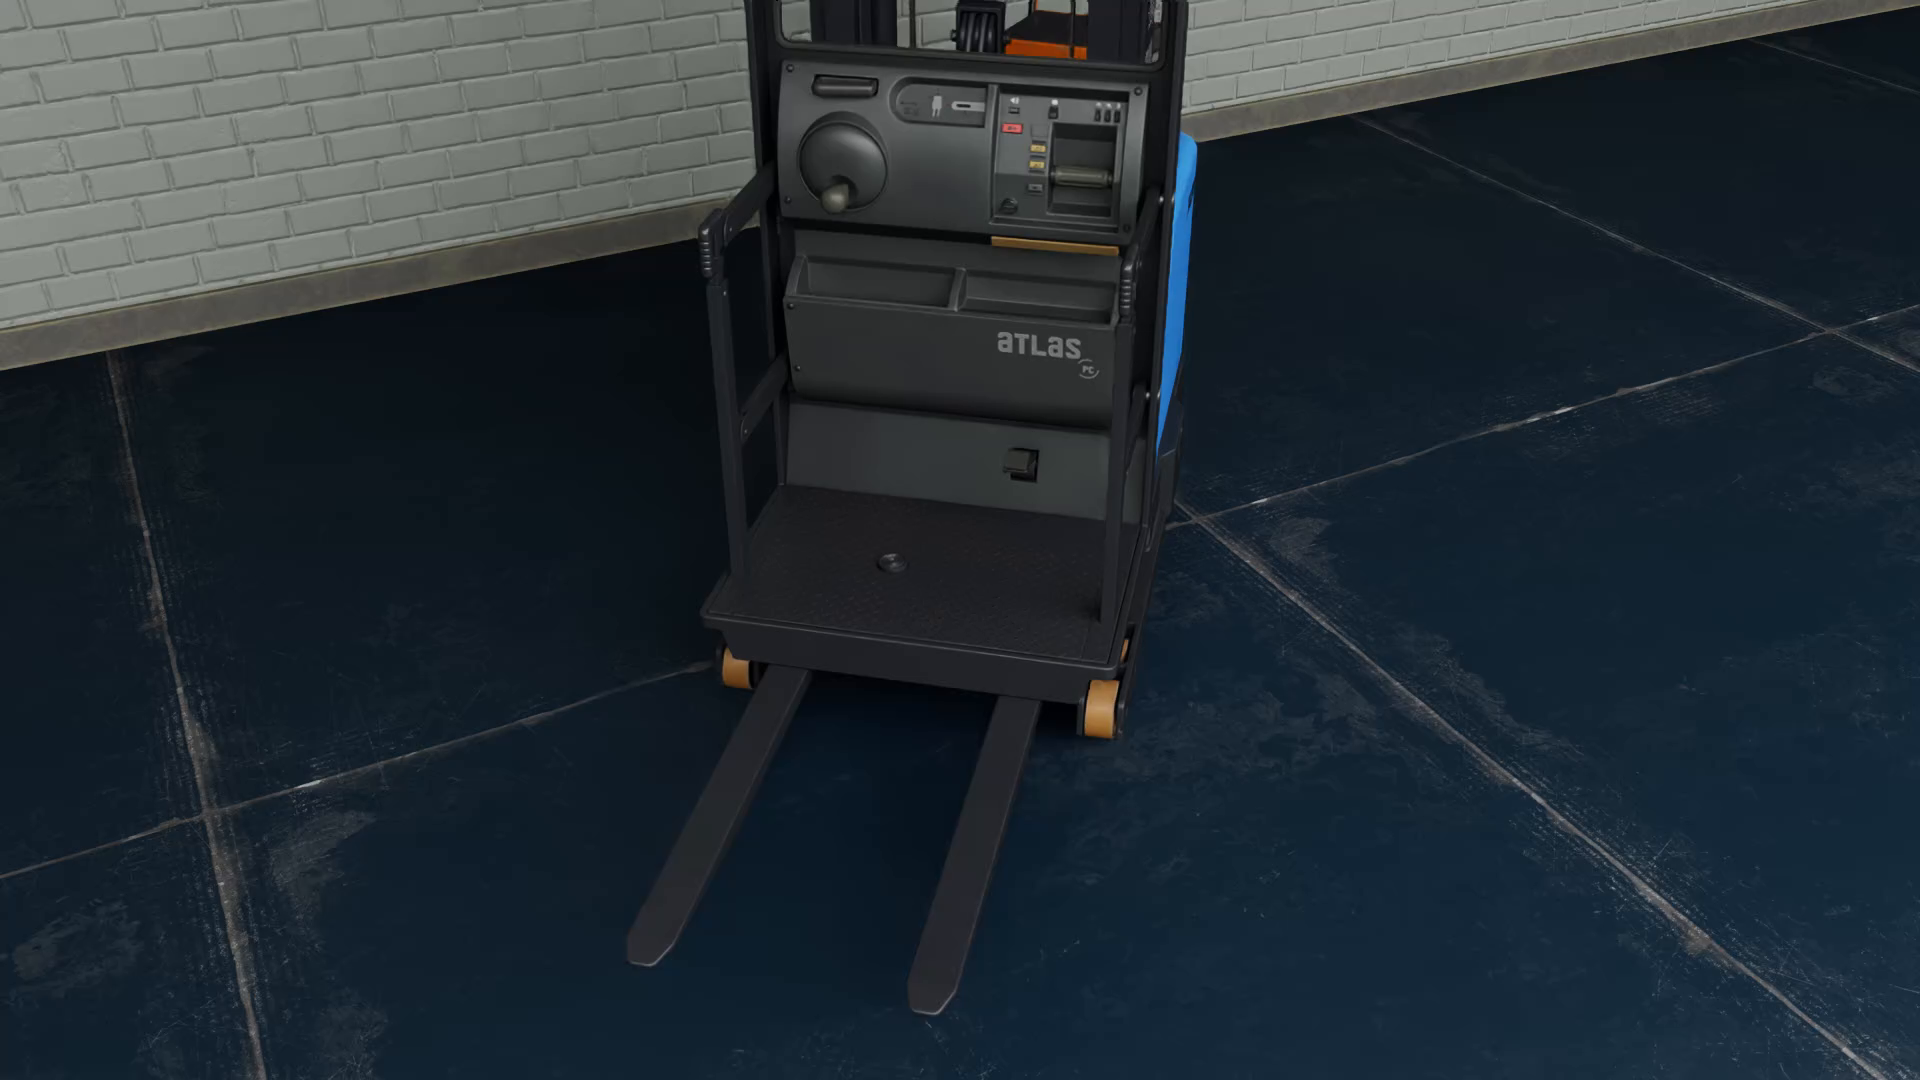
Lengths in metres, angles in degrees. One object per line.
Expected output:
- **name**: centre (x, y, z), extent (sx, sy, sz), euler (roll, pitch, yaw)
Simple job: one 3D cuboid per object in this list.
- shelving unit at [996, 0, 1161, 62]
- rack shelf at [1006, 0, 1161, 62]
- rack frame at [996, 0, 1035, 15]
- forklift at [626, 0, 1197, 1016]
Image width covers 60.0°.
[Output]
- **shelving unit**: centre (0.402, -1.530, 5.685), extent (0.503, 2.100, 0.431), euler (13, 34, 19)
- **rack shelf**: centre (0.402, -1.519, 5.692), extent (0.480, 0.518, 0.431), euler (13, 34, 19)
- **rack frame**: centre (0.178, -1.582, 5.766), extent (0.015, 2.100, 0.400), euler (13, 34, 19)
- **forklift**: centre (-0.046, -0.927, 3.979), extent (1.130, 2.935, 3.031), euler (7, 33, 10)
